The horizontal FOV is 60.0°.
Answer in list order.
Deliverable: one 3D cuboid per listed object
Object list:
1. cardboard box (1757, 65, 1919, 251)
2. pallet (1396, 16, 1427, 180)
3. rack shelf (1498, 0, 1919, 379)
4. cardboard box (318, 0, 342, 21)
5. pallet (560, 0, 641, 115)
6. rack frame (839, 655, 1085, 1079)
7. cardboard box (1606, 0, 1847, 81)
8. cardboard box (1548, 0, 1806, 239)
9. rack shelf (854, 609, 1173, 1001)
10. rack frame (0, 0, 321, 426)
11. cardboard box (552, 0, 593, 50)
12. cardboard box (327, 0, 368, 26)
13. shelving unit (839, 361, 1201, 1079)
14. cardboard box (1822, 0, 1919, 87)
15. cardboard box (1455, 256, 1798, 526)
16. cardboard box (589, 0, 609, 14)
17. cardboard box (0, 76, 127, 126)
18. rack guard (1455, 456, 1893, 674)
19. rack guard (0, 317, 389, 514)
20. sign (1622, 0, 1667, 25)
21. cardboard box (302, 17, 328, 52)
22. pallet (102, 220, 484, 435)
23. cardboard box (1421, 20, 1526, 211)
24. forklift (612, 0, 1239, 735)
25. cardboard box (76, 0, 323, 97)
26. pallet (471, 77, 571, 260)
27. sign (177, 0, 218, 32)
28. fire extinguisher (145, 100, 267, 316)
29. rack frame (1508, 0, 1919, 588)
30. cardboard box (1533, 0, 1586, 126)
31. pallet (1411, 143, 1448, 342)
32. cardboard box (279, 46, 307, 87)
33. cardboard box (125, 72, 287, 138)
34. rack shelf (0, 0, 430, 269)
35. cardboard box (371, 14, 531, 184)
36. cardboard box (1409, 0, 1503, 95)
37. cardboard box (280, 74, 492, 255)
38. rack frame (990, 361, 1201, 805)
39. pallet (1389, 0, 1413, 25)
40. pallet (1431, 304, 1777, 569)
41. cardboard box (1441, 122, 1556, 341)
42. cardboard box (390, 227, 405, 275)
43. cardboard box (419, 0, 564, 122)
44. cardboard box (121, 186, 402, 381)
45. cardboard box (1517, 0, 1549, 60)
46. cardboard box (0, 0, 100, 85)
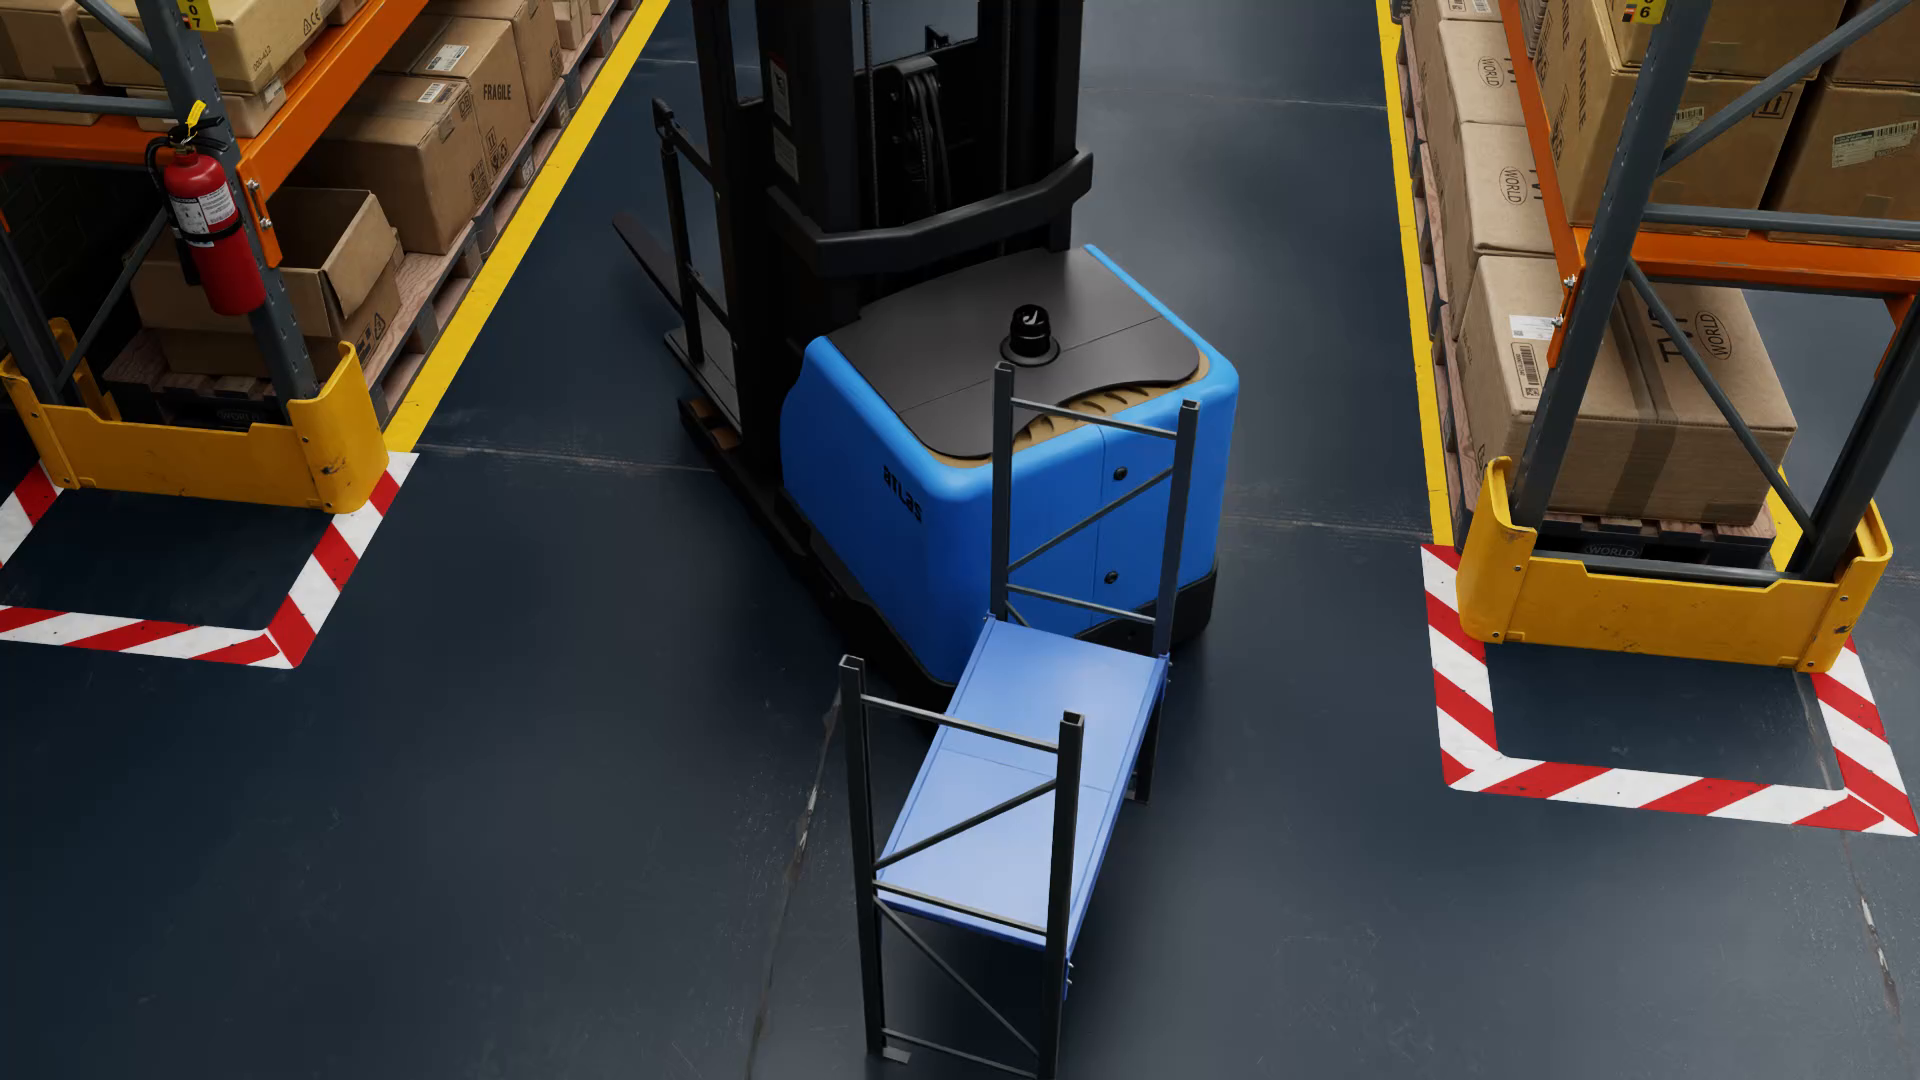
[{"bbox_3d":[2.588,-1.182,4.744,0.500,0.500,0.500,5,44,5],"label":"cardboard box"},{"bbox_3d":[2.590,-2.047,7.758,1.003,0.211,1.213,5,44,6],"label":"pallet"},{"bbox_3d":[2.504,-1.946,6.147,1.077,0.370,4.000,5,44,6],"label":"rack shelf"},{"bbox_3d":[-2.287,-1.975,5.547,0.500,0.250,0.500,6,44,6],"label":"cardboard box"},{"bbox_3d":[-2.244,-2.539,8.278,1.003,0.211,1.213,5,44,6],"label":"pallet"},{"bbox_3d":[0.000,0.838,3.774,0.500,1.500,0.032,13,45,13],"label":"rack frame"},{"bbox_3d":[2.067,-1.594,4.452,0.500,0.500,0.500,7,44,7],"label":"cardboard box"},{"bbox_3d":[2.041,-1.234,4.799,0.500,0.500,0.500,5,44,6],"label":"cardboard box"},{"bbox_3d":[0.162,0.637,4.248,0.538,0.185,1.000,13,45,13],"label":"rack shelf"},{"bbox_3d":[-2.681,-1.293,4.934,1.000,3.000,0.127,5,44,6],"label":"rack frame"},{"bbox_3d":[-1.982,-2.529,7.923,0.396,0.266,0.258,7,44,7],"label":"cardboard box"},{"bbox_3d":[-2.283,-1.928,5.787,0.380,0.149,0.250,7,44,7],"label":"cardboard box"},{"bbox_3d":[0.162,0.507,4.124,0.538,1.500,1.048,13,45,13],"label":"shelving unit"},{"bbox_3d":[2.585,-1.545,4.400,0.500,0.500,0.500,4,44,5],"label":"cardboard box"},{"bbox_3d":[2.228,-0.526,5.681,0.875,0.438,0.875,4,44,4],"label":"cardboard box"},{"bbox_3d":[-1.935,-2.730,8.220,0.380,0.149,0.250,4,44,4],"label":"cardboard box"},{"bbox_3d":[-2.903,-1.452,5.285,0.380,0.149,0.250,5,44,5],"label":"cardboard box"},{"bbox_3d":[2.236,0.079,5.302,1.175,0.500,0.348,5,44,6],"label":"rack guard"},{"bbox_3d":[-2.671,-0.437,5.848,1.175,0.500,0.348,5,44,6],"label":"rack guard"},{"bbox_3d":[1.704,-1.410,4.043,0.100,0.325,0.005,5,44,6],"label":"sign"},{"bbox_3d":[-2.377,-1.761,5.611,0.380,0.149,0.250,5,44,5],"label":"cardboard box"},{"bbox_3d":[-2.566,-0.876,6.522,1.003,0.211,1.213,5,44,6],"label":"pallet"},{"bbox_3d":[2.461,-1.764,6.990,0.875,0.438,0.875,4,44,4],"label":"cardboard box"},{"bbox_3d":[-0.373,-1.461,5.162,1.130,2.935,3.031,-22,48,-22],"label":"forklift"},{"bbox_3d":[-2.354,-1.631,5.184,0.500,0.250,0.500,5,44,6],"label":"cardboard box"},{"bbox_3d":[-2.403,-1.705,7.397,1.003,0.211,1.213,5,44,6],"label":"pallet"},{"bbox_3d":[-2.143,-1.558,4.584,0.100,0.325,0.005,5,44,6],"label":"sign"},{"bbox_3d":[-2.242,-0.987,4.939,0.296,0.674,0.183,5,44,6],"label":"fire extinguisher"},{"bbox_3d":[2.240,-0.845,4.460,1.000,3.000,0.127,5,44,6],"label":"rack frame"},{"bbox_3d":[2.122,-1.574,5.158,0.500,0.500,0.500,4,44,5],"label":"cardboard box"},{"bbox_3d":[2.432,-1.213,6.878,1.003,0.211,1.213,5,44,6],"label":"pallet"},{"bbox_3d":[-2.378,-1.579,5.418,0.380,0.149,0.250,6,44,7],"label":"cardboard box"},{"bbox_3d":[-2.366,-1.401,5.231,0.380,0.149,0.250,5,44,5],"label":"cardboard box"},{"bbox_3d":[-2.417,-2.395,6.621,1.077,0.370,4.000,5,44,6],"label":"rack shelf"},{"bbox_3d":[-2.186,-1.876,7.063,0.500,0.500,0.500,6,44,6],"label":"cardboard box"},{"bbox_3d":[2.579,-2.375,7.634,0.875,0.438,0.875,5,44,5],"label":"cardboard box"},{"bbox_3d":[-2.355,-1.525,6.692,0.700,0.500,0.500,7,44,7],"label":"cardboard box"},{"bbox_3d":[0.325,0.175,4.474,0.500,1.500,0.032,13,45,13],"label":"rack frame"},{"bbox_3d":[2.796,-3.091,8.861,1.003,0.211,1.213,5,44,6],"label":"pallet"},{"bbox_3d":[2.268,-0.384,6.002,1.003,0.211,1.213,5,44,6],"label":"pallet"},{"bbox_3d":[2.340,-1.150,6.341,0.875,0.438,0.875,6,44,7],"label":"cardboard box"},{"bbox_3d":[-2.411,-1.105,6.503,0.380,0.149,0.250,4,44,4],"label":"cardboard box"},{"bbox_3d":[-2.217,-2.233,7.439,0.700,0.500,0.500,4,44,4],"label":"cardboard box"},{"bbox_3d":[-2.506,-0.947,6.079,0.797,0.503,0.637,4,44,4],"label":"cardboard box"},{"bbox_3d":[2.181,-1.926,5.529,0.500,0.500,0.500,6,44,7],"label":"cardboard box"},{"bbox_3d":[-2.883,-1.684,5.240,0.500,0.250,0.500,6,44,7],"label":"cardboard box"}]
